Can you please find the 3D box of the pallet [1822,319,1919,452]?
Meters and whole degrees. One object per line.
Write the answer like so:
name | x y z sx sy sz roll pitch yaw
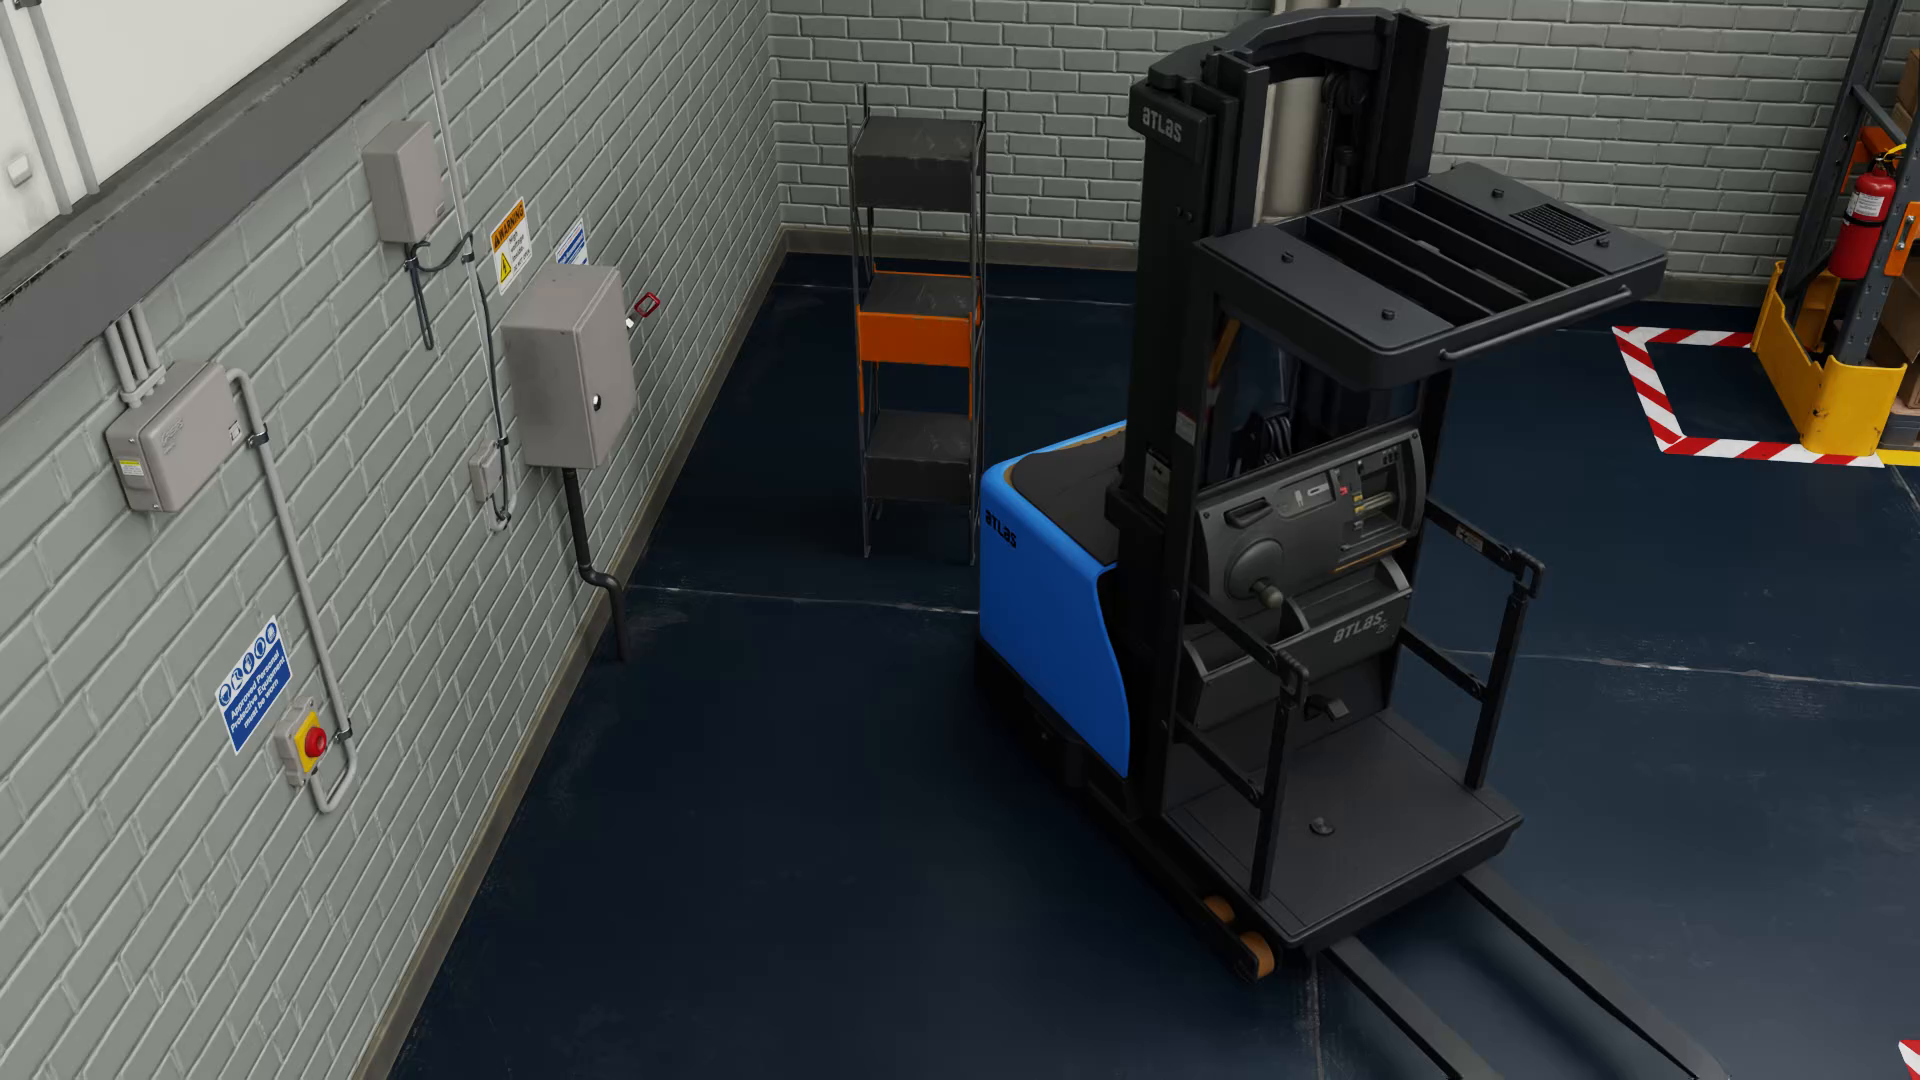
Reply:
pallet | 5.293 -0.789 8.674 1.213 0.211 1.003 4 36 6

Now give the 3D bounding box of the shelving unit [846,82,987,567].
shelving unit | -0.164 -0.867 7.157 0.503 2.100 0.431 4 36 6

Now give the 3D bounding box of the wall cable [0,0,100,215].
wall cable | -1.880 -1.829 2.566 0.029 3.000 0.463 4 36 6

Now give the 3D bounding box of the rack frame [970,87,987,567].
rack frame | 0.078 -0.849 7.132 0.015 2.100 0.400 4 36 6

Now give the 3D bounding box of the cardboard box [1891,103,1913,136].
cardboard box | 4.789 -2.016 8.209 0.250 0.149 0.380 4 36 5

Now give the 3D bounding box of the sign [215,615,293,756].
sign | -1.865 0.381 4.401 0.001 0.218 0.327 4 36 6

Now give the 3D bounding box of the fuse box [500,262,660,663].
fuse box | -1.386 -0.207 6.567 0.414 1.711 0.539 4 36 6

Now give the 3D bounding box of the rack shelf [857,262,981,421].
rack shelf | -0.164 -0.856 7.165 0.480 0.518 0.431 4 36 6

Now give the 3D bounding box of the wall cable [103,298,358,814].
wall cable | -1.798 0.042 4.208 0.123 1.953 0.585 4 36 6

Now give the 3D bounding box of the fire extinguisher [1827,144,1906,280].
fire extinguisher | 4.221 -1.550 7.727 0.183 0.674 0.296 4 36 6

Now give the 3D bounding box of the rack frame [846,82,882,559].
rack frame | -0.406 -0.885 7.183 0.015 2.100 0.400 4 36 6

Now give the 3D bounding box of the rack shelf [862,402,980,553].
rack shelf | -0.164 -0.286 7.572 0.480 0.518 0.431 4 36 6

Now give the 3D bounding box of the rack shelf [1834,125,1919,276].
rack shelf | 6.410 -1.548 7.956 4.000 0.370 1.077 4 36 6

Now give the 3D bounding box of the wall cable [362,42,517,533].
wall cable | -1.629 -0.763 5.363 0.122 1.984 0.588 4 36 6

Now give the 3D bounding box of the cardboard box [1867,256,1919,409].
cardboard box | 5.021 -1.043 8.417 0.637 0.503 0.797 3 36 4

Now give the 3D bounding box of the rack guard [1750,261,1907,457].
rack guard | 4.502 -0.965 8.672 0.348 0.500 1.175 4 36 6

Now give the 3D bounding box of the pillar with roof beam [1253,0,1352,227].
pillar with roof beam | 1.318 -2.669 3.743 0.400 9.000 9.100 4 36 6

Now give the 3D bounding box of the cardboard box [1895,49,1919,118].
cardboard box | 4.916 -2.167 8.078 0.500 0.250 0.500 5 36 7

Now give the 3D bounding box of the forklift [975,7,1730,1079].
forklift | 1.265 -0.010 5.241 1.130 2.935 3.031 -20 40 -25

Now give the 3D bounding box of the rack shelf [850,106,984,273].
rack shelf | -0.164 -1.426 6.758 0.480 0.518 0.431 4 36 6

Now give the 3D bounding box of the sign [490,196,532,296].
sign | -1.598 -1.051 5.930 0.001 0.242 0.339 4 36 6

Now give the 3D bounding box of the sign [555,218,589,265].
sign | -1.528 -0.993 6.641 0.001 0.494 0.329 4 36 6

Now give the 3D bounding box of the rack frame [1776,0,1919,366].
rack frame | 4.426 -1.988 7.954 0.127 3.000 1.000 4 36 6
